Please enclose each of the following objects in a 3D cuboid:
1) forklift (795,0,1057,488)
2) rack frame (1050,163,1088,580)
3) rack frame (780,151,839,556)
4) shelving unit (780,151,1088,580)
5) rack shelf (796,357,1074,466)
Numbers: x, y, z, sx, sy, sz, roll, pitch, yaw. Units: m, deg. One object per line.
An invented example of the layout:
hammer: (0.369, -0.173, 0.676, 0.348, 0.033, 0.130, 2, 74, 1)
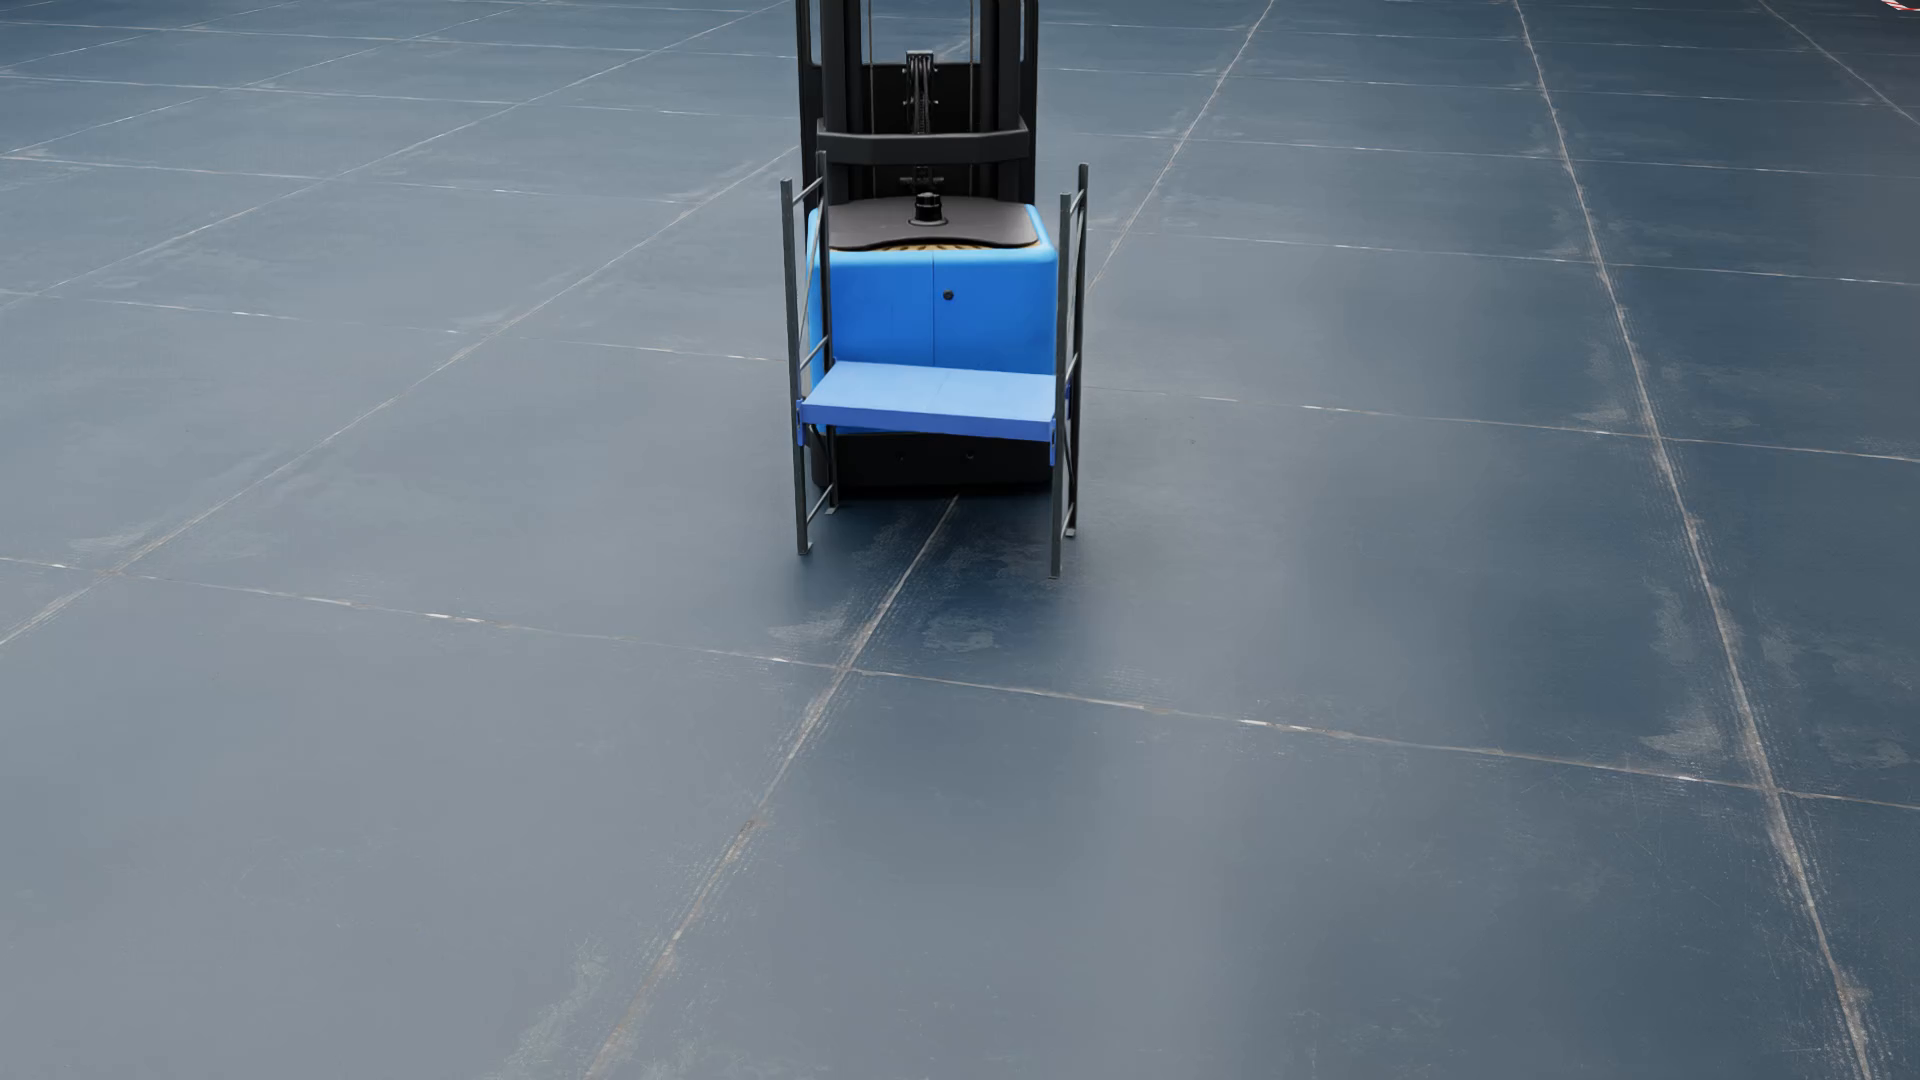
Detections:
forklift: (-0.210, -2.141, 7.838, 1.130, 2.935, 3.031, -2, 26, -4)
rack frame: (0.415, -0.630, 6.328, 0.032, 1.500, 0.500, 5, 26, 11)
rack frame: (-0.581, -0.718, 6.514, 0.032, 1.500, 0.500, 5, 26, 11)
shelving unit: (-0.083, -0.674, 6.421, 1.048, 1.500, 0.538, 5, 26, 11)
rack shelf: (-0.083, -0.512, 6.498, 1.000, 0.185, 0.538, 5, 26, 11)
